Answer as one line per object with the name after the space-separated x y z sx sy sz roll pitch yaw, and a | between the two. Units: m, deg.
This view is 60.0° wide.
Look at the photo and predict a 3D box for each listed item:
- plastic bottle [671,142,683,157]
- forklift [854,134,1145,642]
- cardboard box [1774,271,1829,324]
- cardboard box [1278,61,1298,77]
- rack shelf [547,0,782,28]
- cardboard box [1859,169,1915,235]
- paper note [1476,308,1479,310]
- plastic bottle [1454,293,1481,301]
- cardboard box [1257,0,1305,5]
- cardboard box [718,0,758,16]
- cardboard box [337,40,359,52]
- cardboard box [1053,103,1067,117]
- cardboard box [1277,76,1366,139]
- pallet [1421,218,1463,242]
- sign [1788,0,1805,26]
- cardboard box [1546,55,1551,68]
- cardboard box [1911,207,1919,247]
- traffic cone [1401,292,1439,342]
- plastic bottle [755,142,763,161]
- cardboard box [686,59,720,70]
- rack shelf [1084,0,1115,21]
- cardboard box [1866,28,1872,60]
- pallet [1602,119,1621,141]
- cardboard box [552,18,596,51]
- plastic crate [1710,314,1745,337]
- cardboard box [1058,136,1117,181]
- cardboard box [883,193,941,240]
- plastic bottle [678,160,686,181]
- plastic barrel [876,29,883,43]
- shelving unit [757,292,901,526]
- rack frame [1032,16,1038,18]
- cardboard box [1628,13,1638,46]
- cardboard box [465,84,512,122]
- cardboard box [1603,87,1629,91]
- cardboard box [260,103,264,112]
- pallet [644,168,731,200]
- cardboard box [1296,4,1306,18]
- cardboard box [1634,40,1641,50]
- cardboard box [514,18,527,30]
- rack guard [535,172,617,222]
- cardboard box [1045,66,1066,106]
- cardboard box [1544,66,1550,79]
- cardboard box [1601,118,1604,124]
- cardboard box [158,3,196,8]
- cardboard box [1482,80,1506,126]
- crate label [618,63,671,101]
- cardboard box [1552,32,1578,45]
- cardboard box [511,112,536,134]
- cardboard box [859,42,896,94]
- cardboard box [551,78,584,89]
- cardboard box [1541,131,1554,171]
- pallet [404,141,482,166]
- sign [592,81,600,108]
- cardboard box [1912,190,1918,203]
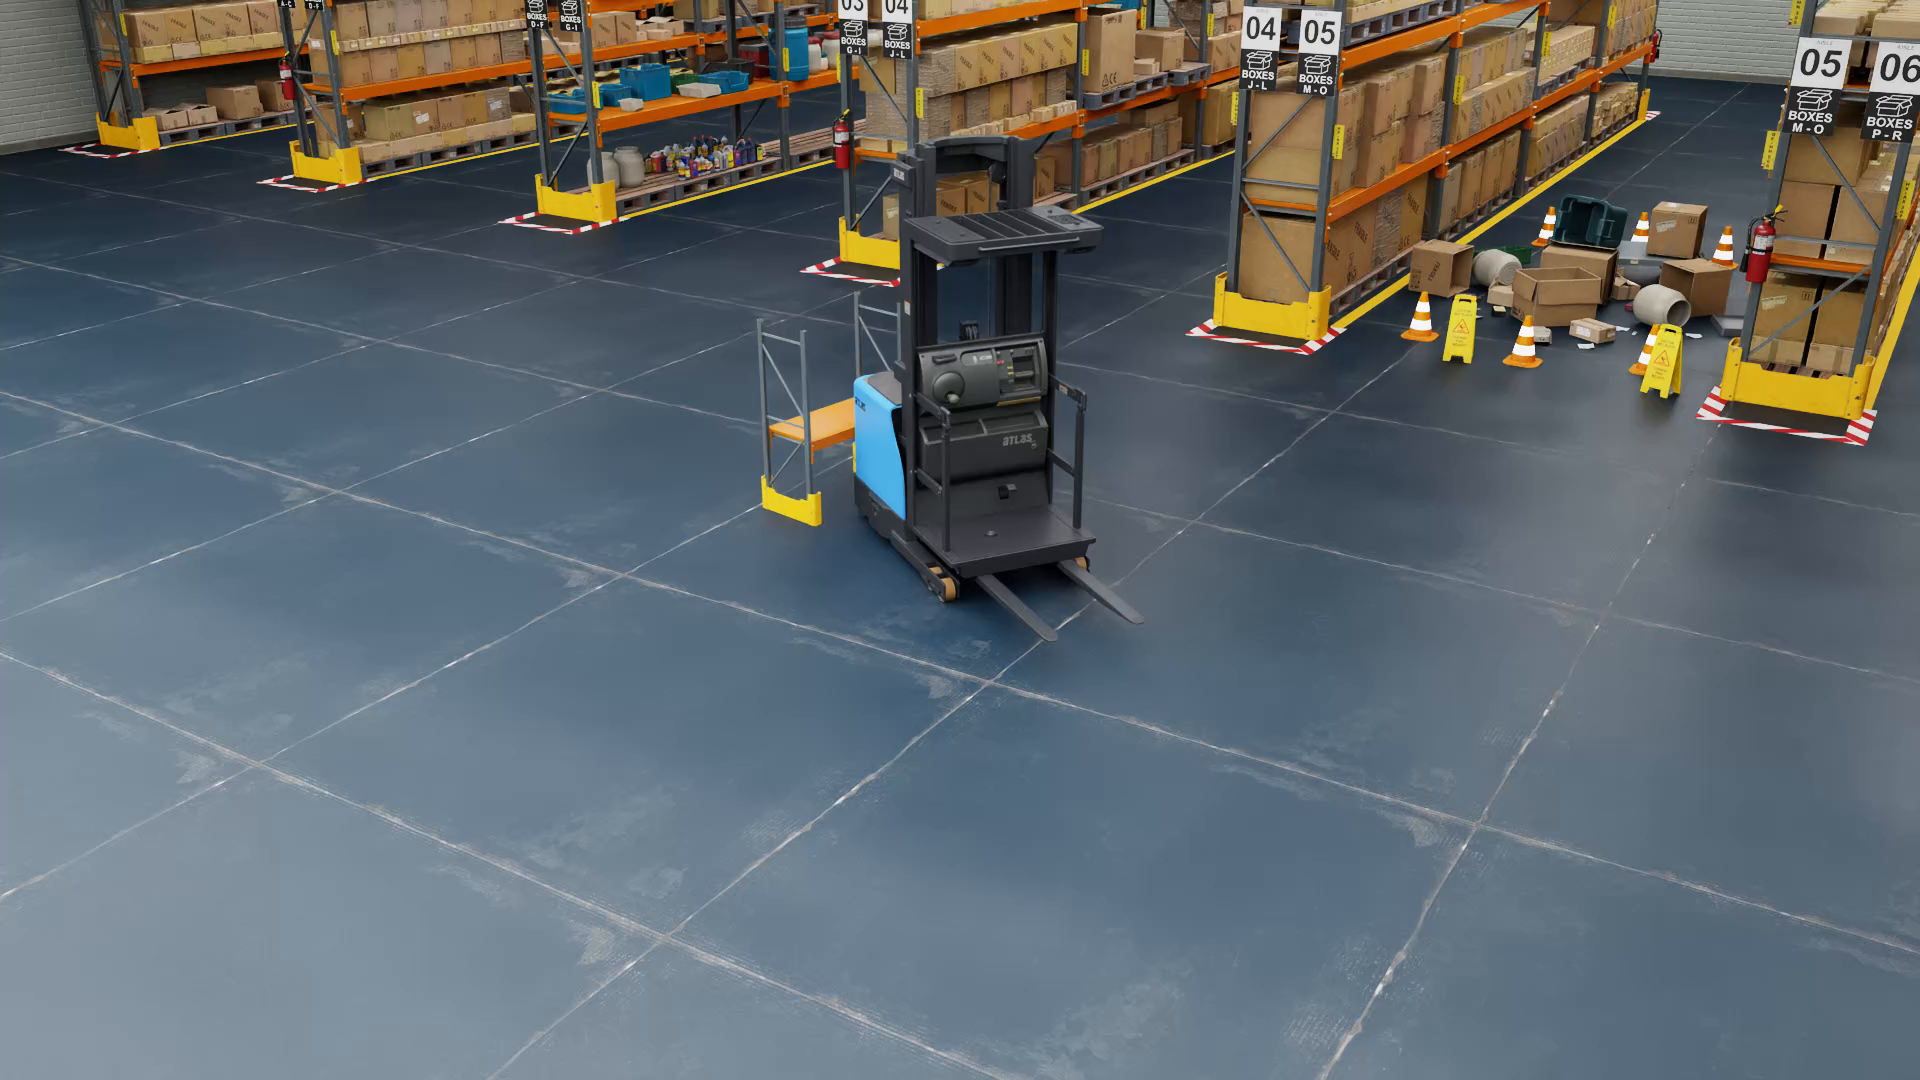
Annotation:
-4.122 -5.641 24.286 0.144 0.351 0.185 14 27 29 | plastic bottle
0.251 -1.119 11.144 1.130 2.935 3.031 -10 25 -22 | forklift
7.970 -2.360 15.914 0.500 0.500 0.500 15 28 31 | cardboard box
5.087 -7.707 28.424 1.225 0.875 0.875 14 27 29 | cardboard box
-4.075 -7.419 22.742 1.077 0.370 4.000 14 27 29 | rack shelf
8.253 -3.043 15.003 0.500 0.500 0.500 15 27 31 | cardboard box
5.585 -2.496 18.004 0.123 0.001 0.032 -12 26 -26 | paper note
5.607 -2.682 18.368 0.283 0.061 0.133 5 24 11 | plastic bottle
3.259 -5.493 16.547 0.500 0.250 0.500 14 27 30 | cardboard box
-4.235 -10.181 31.337 0.700 0.500 0.500 20 31 39 | cardboard box
-8.947 -7.168 24.090 0.380 0.149 0.250 14 27 29 | cardboard box
1.184 -5.678 21.907 0.380 0.149 0.250 14 27 29 | cardboard box
3.678 -4.473 17.258 0.875 0.550 0.550 14 27 29 | cardboard box
5.691 -3.933 21.069 1.003 0.211 1.213 14 27 29 | pallet
7.036 -4.489 13.954 0.100 0.325 0.005 14 27 29 | sign
8.163 -6.804 23.605 0.380 0.149 0.250 13 27 27 | cardboard box
11.028 -3.831 20.102 0.950 0.372 0.625 13 27 28 | cardboard box
4.725 -2.304 16.989 0.336 0.463 0.334 14 27 29 | traffic cone
-2.994 -5.772 24.672 0.061 0.283 0.133 15 28 32 | plastic bottle
-4.823 -8.857 31.526 0.500 0.500 0.500 15 28 31 | cardboard box
2.242 -7.731 23.463 1.077 0.370 4.000 14 27 29 | rack shelf
7.816 -4.423 14.730 0.500 0.250 0.500 13 27 28 | cardboard box
10.535 -7.004 28.164 1.003 0.211 1.213 14 27 29 | pallet
-6.530 -8.567 28.137 0.500 0.500 0.500 16 28 33 | cardboard box
8.082 -2.235 17.313 0.402 0.080 0.583 5 24 11 | plastic crate
1.797 -5.424 23.597 0.700 0.500 0.500 14 27 29 | cardboard box
-0.579 -3.913 20.130 0.500 0.500 0.500 20 30 38 | cardboard box
-3.909 -5.194 23.353 0.097 0.271 0.097 0 23 0 | plastic bottle
-1.272 -8.057 26.945 0.421 0.512 0.421 0 23 0 | plastic barrel
-0.954 -1.027 12.734 0.587 1.500 1.083 19 30 37 | shelving unit
1.200 -9.748 30.992 1.000 3.000 0.127 14 27 29 | rack frame
10.852 -8.451 27.496 0.500 0.500 0.500 15 28 32 | cardboard box
-7.559 -6.993 26.618 0.500 0.500 0.500 14 27 29 | cardboard box
11.213 -7.651 28.459 0.380 0.149 0.250 13 26 27 | cardboard box
-12.298 -7.482 28.792 0.380 0.149 0.250 12 26 25 | cardboard box
-4.053 -5.137 23.850 1.003 0.211 1.213 14 27 29 | pallet
3.259 -5.354 16.729 0.380 0.149 0.250 14 27 29 | cardboard box
11.349 -8.447 28.303 0.380 0.149 0.250 15 27 30 | cardboard box
-7.188 -8.294 26.691 0.380 0.149 0.250 14 27 29 | cardboard box
-5.130 -4.586 22.215 1.175 0.500 0.348 14 27 29 | rack guard
0.898 -6.053 21.957 0.875 0.500 0.500 14 27 29 | cardboard box
8.149 -6.654 23.633 0.380 0.149 0.250 15 28 32 | cardboard box
10.464 -6.955 27.601 0.380 0.149 0.250 13 26 27 | cardboard box
-12.936 -8.605 27.572 0.500 0.500 0.500 13 27 28 | cardboard box
6.654 -5.613 21.315 0.500 0.500 0.500 14 27 30 | cardboard box
-4.389 -6.392 23.195 0.502 0.435 0.616 14 27 29 | crate label
8.972 -7.462 24.750 0.380 0.149 0.250 13 27 27 | cardboard box
-7.286 -6.816 27.151 0.500 0.250 0.500 14 27 29 | cardboard box
-0.842 -5.538 19.509 0.500 0.500 0.500 14 27 29 | cardboard box
-6.722 -7.817 28.758 0.500 0.311 0.500 14 27 29 | cardboard box
8.310 -5.688 24.230 0.500 0.500 0.500 14 27 30 | cardboard box
-8.324 -6.134 26.154 1.003 0.211 1.213 14 27 29 | pallet
-4.665 -5.708 21.311 0.100 0.325 0.005 14 27 29 | sign
9.570 -3.560 17.014 0.380 0.149 0.250 15 27 30 | cardboard box
